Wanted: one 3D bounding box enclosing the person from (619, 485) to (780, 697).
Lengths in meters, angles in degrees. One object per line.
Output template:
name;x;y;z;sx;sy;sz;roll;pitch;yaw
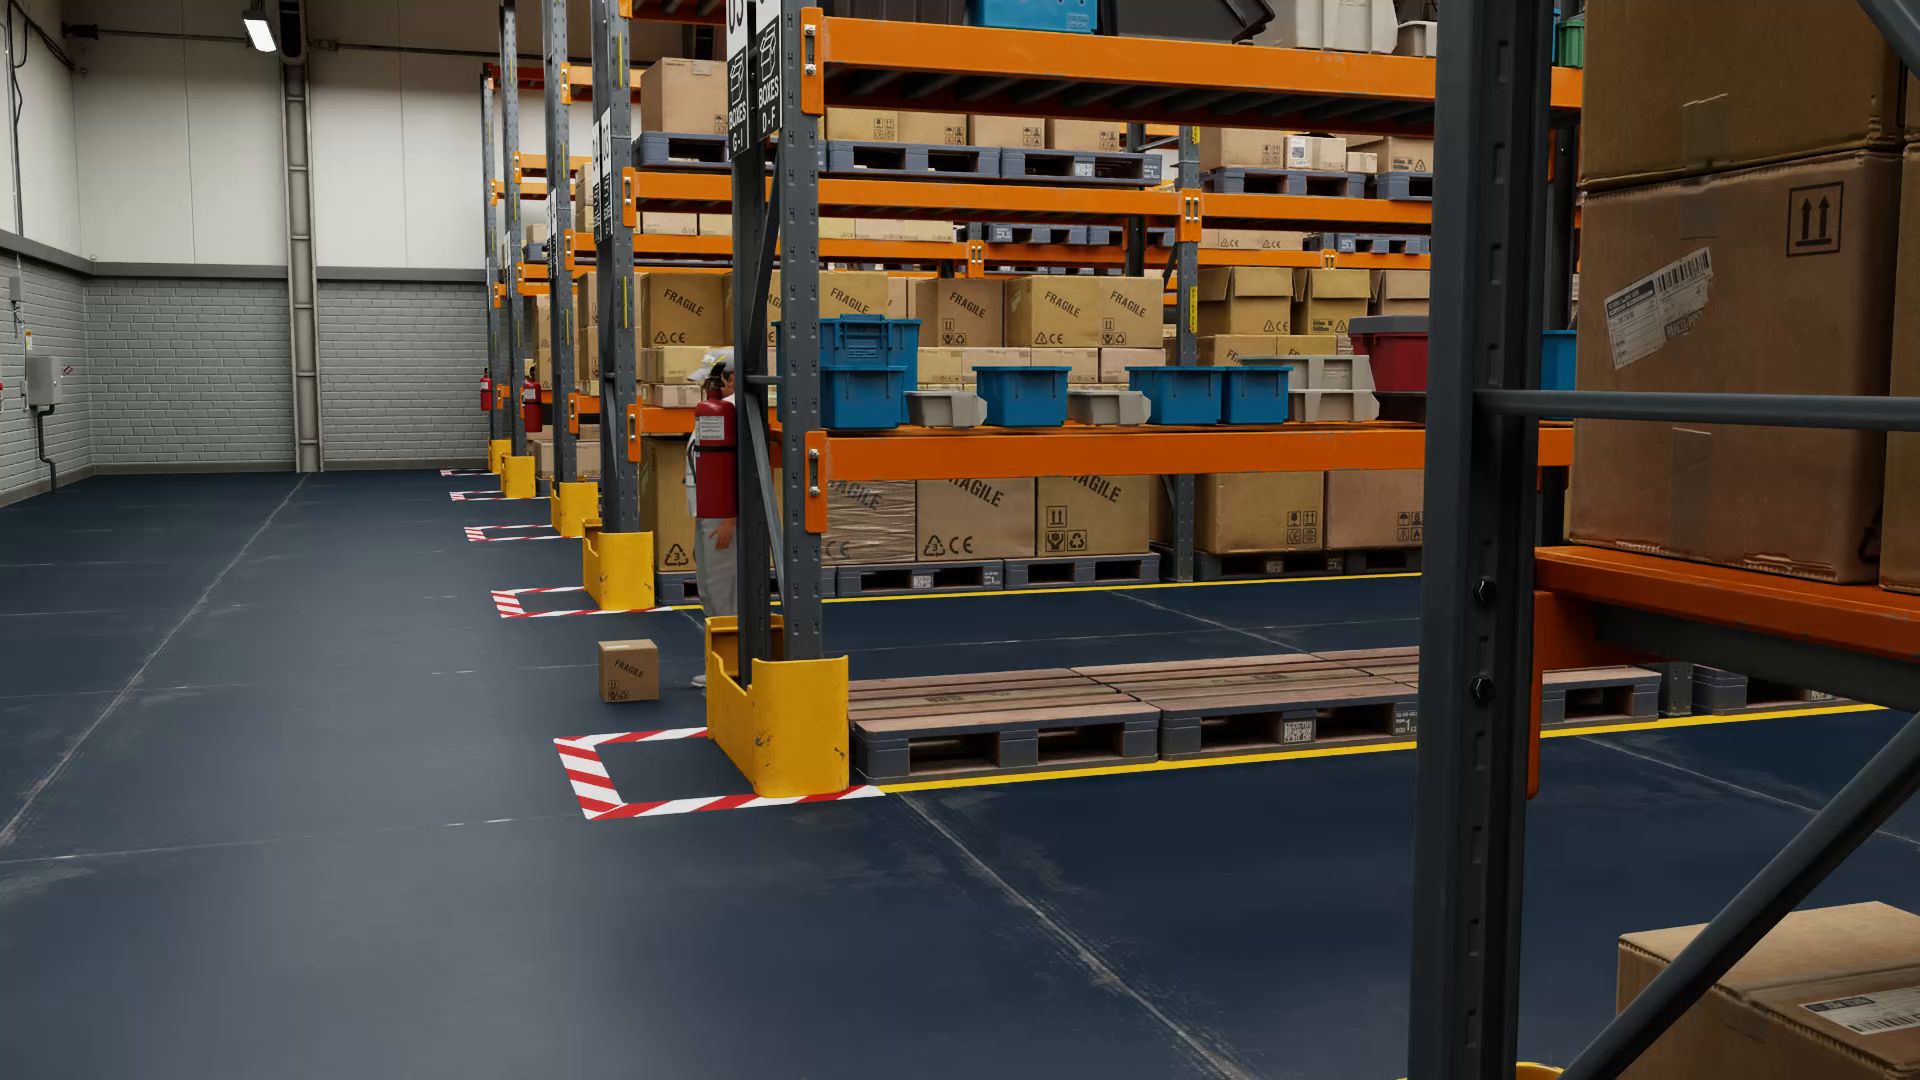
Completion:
person;-1.213;0.235;7.980;0.844;1.016;0.528;-2;6;-20
